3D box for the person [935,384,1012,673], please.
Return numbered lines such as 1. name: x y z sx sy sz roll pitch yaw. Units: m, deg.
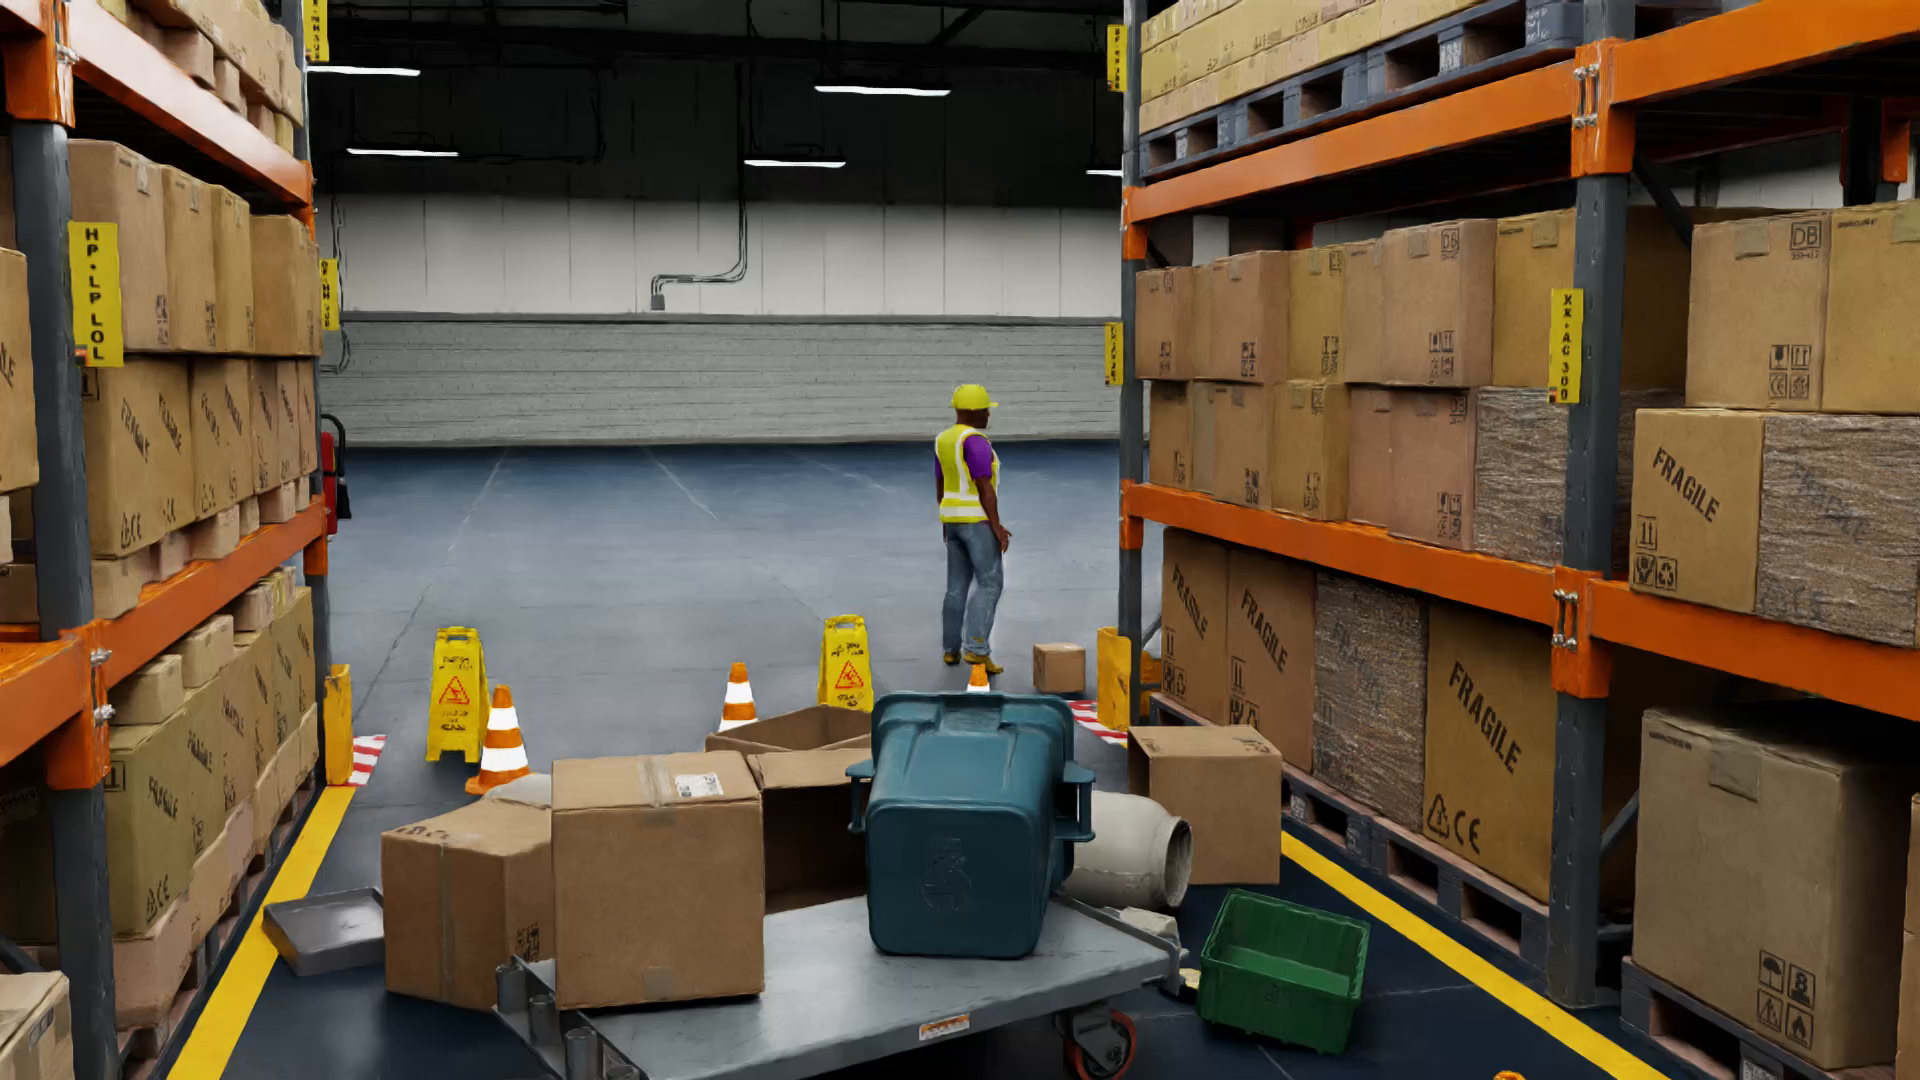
1. person: 0.046 -0.083 10.507 0.353 1.798 0.675 -4 7 -30
